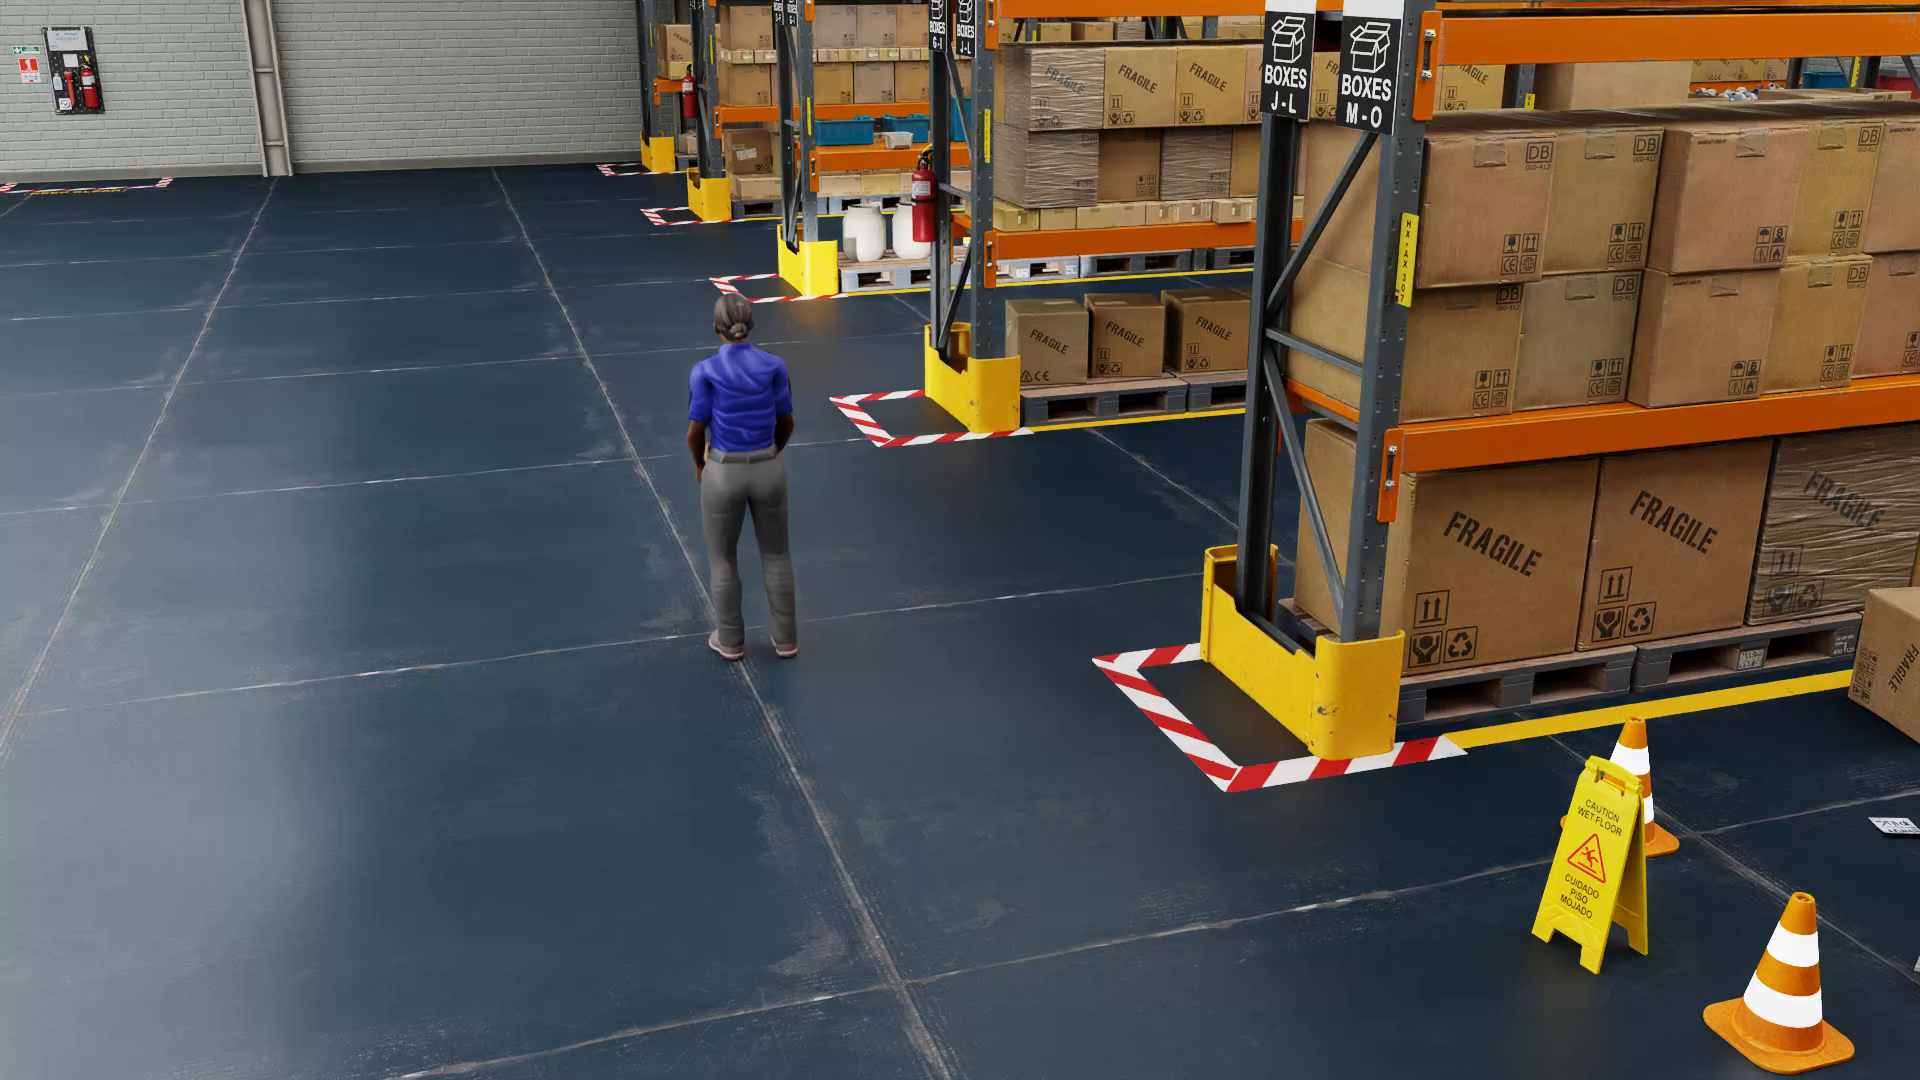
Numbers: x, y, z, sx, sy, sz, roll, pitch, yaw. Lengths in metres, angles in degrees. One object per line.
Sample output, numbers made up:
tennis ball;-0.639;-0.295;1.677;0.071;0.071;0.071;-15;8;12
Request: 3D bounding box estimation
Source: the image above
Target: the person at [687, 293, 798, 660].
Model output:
person;-0.963;-0.272;7.337;0.481;1.662;0.397;-7;20;-18
